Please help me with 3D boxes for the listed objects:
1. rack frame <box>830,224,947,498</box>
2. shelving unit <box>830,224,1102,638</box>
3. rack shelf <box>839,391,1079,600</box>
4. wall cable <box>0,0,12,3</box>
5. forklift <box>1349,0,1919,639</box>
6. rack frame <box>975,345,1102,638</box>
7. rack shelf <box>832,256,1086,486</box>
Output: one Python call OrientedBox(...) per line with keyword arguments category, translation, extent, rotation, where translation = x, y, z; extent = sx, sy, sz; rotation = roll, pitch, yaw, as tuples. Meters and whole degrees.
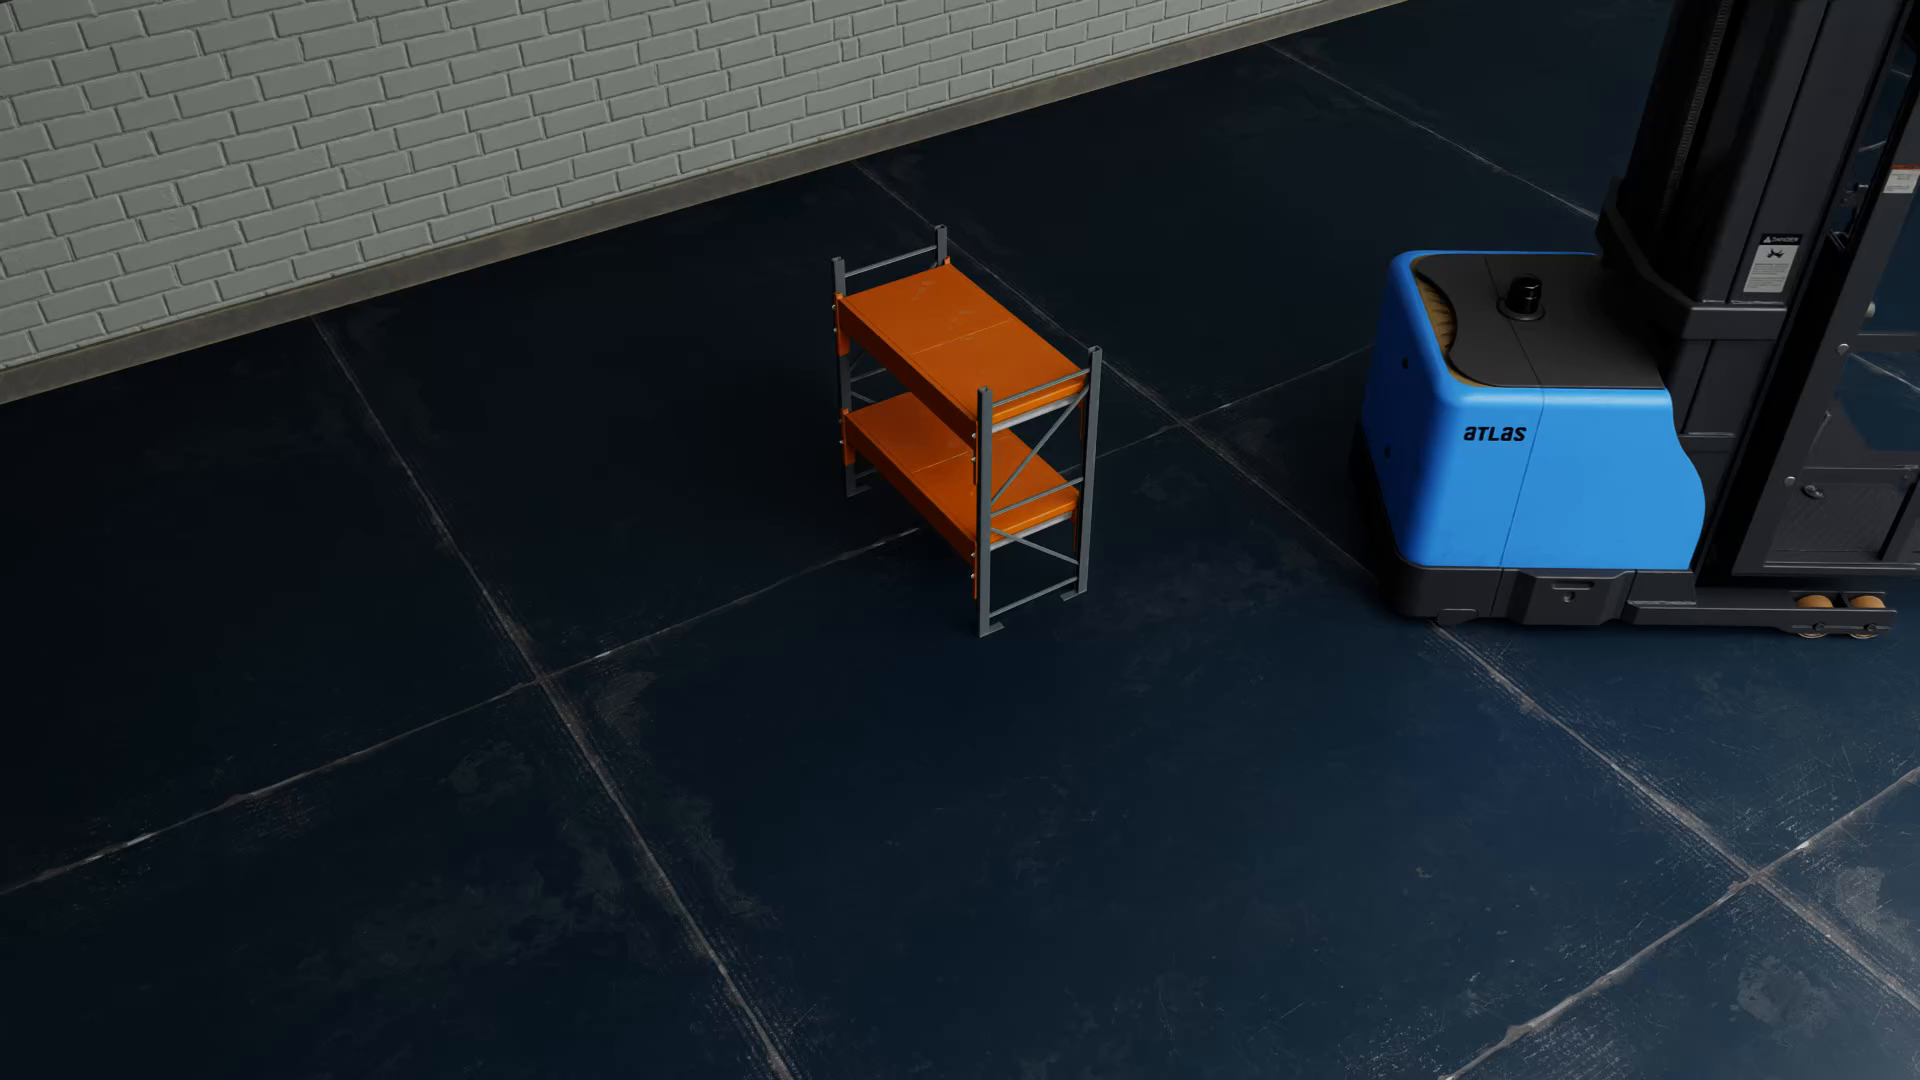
OrientedBox(category="rack frame", translation=(-0.270, -0.703, 6.715), extent=(0.500, 1.125, 0.032), rotation=(-22, 45, -24))
OrientedBox(category="shelving unit", translation=(0.004, -0.428, 6.386), extent=(0.538, 1.125, 1.048), rotation=(-22, 45, -24))
OrientedBox(category="rack shelf", translation=(0.004, -0.241, 6.542), extent=(0.538, 0.278, 1.000), rotation=(-22, 45, -24))
OrientedBox(category="wall cable", translation=(-4.812, -2.652, 5.329), extent=(3.097, 2.526, 0.112), rotation=(-22, 45, -24))
OrientedBox(category="forklift", translation=(3.147, -1.098, 5.778), extent=(3.031, 2.935, 1.130), rotation=(1, 40, 1))
OrientedBox(category="rack frame", translation=(0.277, -0.154, 6.056), extent=(0.500, 1.125, 0.032), rotation=(-22, 45, -24))
OrientedBox(category="rack shelf", translation=(0.004, -0.653, 6.198), extent=(0.538, 0.278, 1.000), rotation=(-22, 45, -24))
